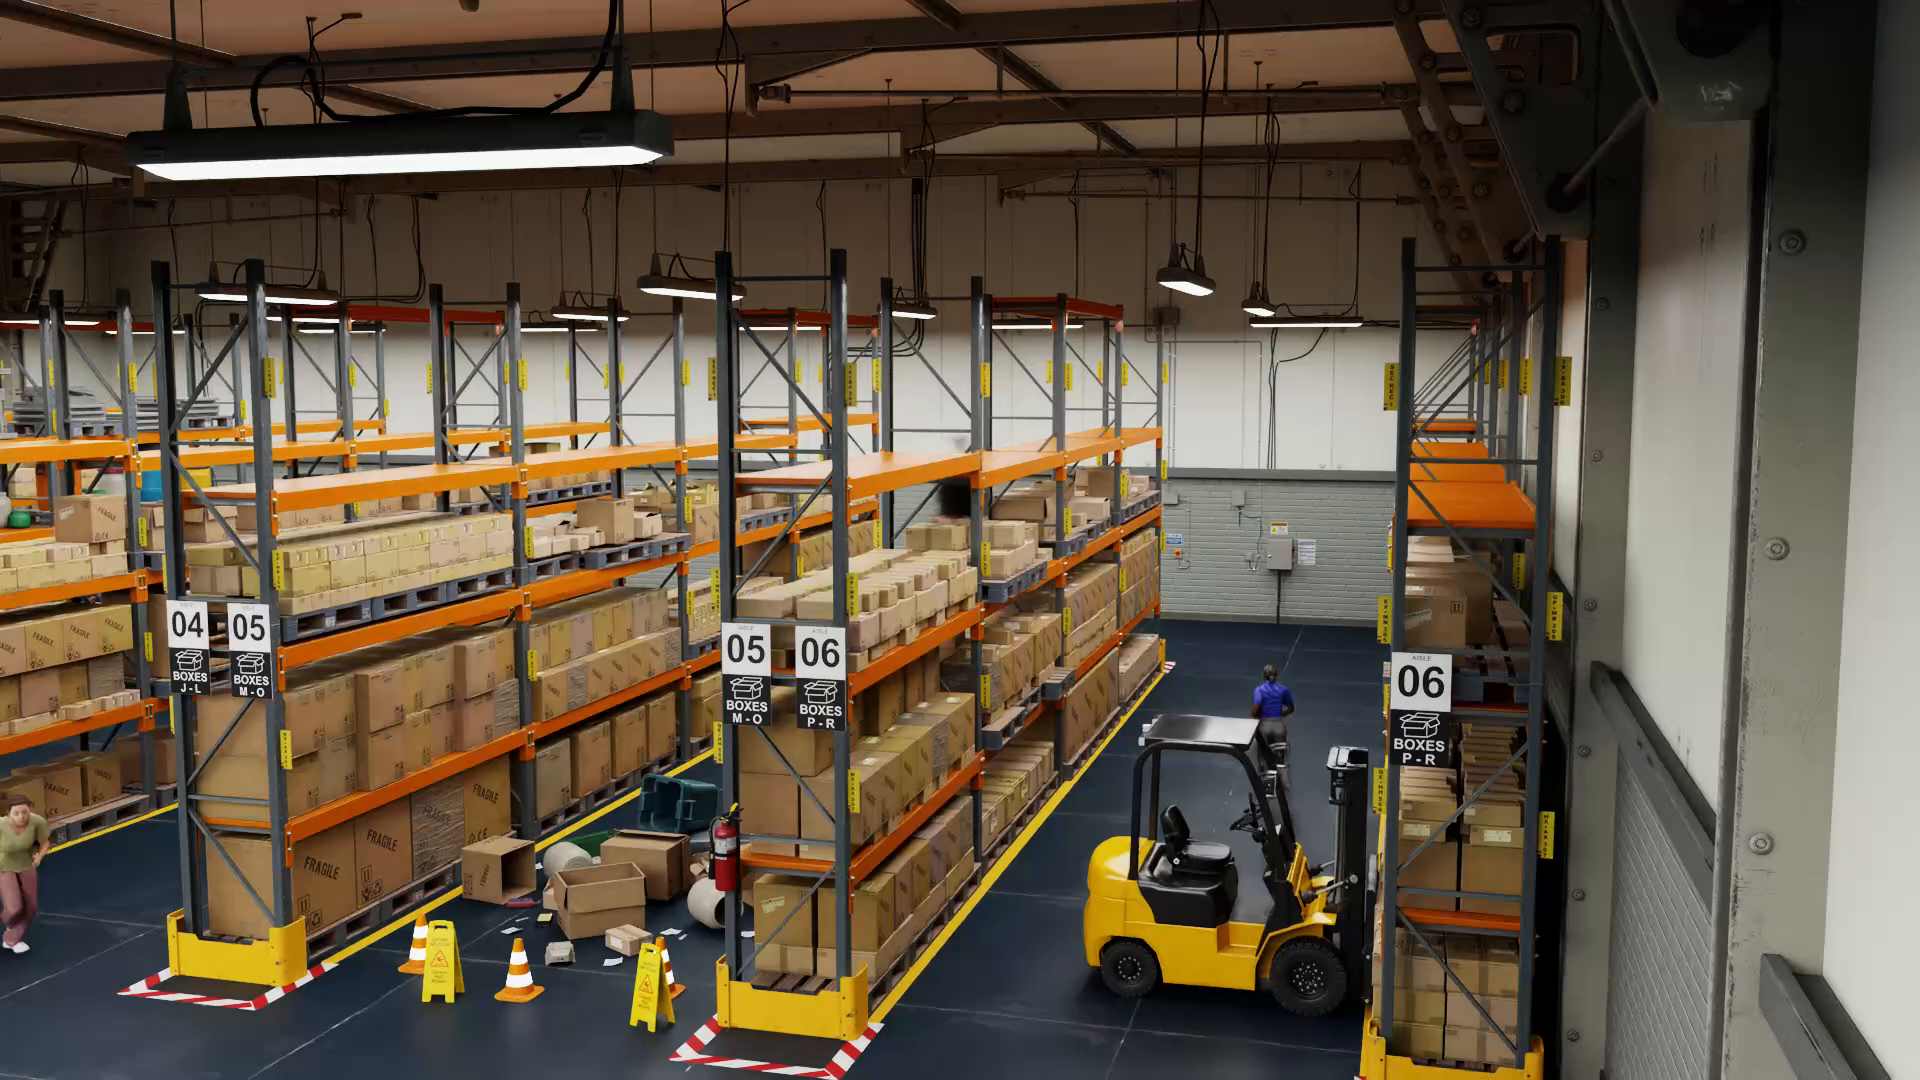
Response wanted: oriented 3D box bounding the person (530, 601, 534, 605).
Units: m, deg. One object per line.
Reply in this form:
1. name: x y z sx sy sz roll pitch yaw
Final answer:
1. person: -6.520 1.702 24.998 0.579 1.741 0.726 1 6 13

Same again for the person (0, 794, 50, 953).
1. person: -8.224 2.905 14.407 0.611 1.501 0.777 -5 8 -41

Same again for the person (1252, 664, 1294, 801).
1. person: 3.720 2.295 19.688 0.568 1.616 0.806 -1 6 -8
